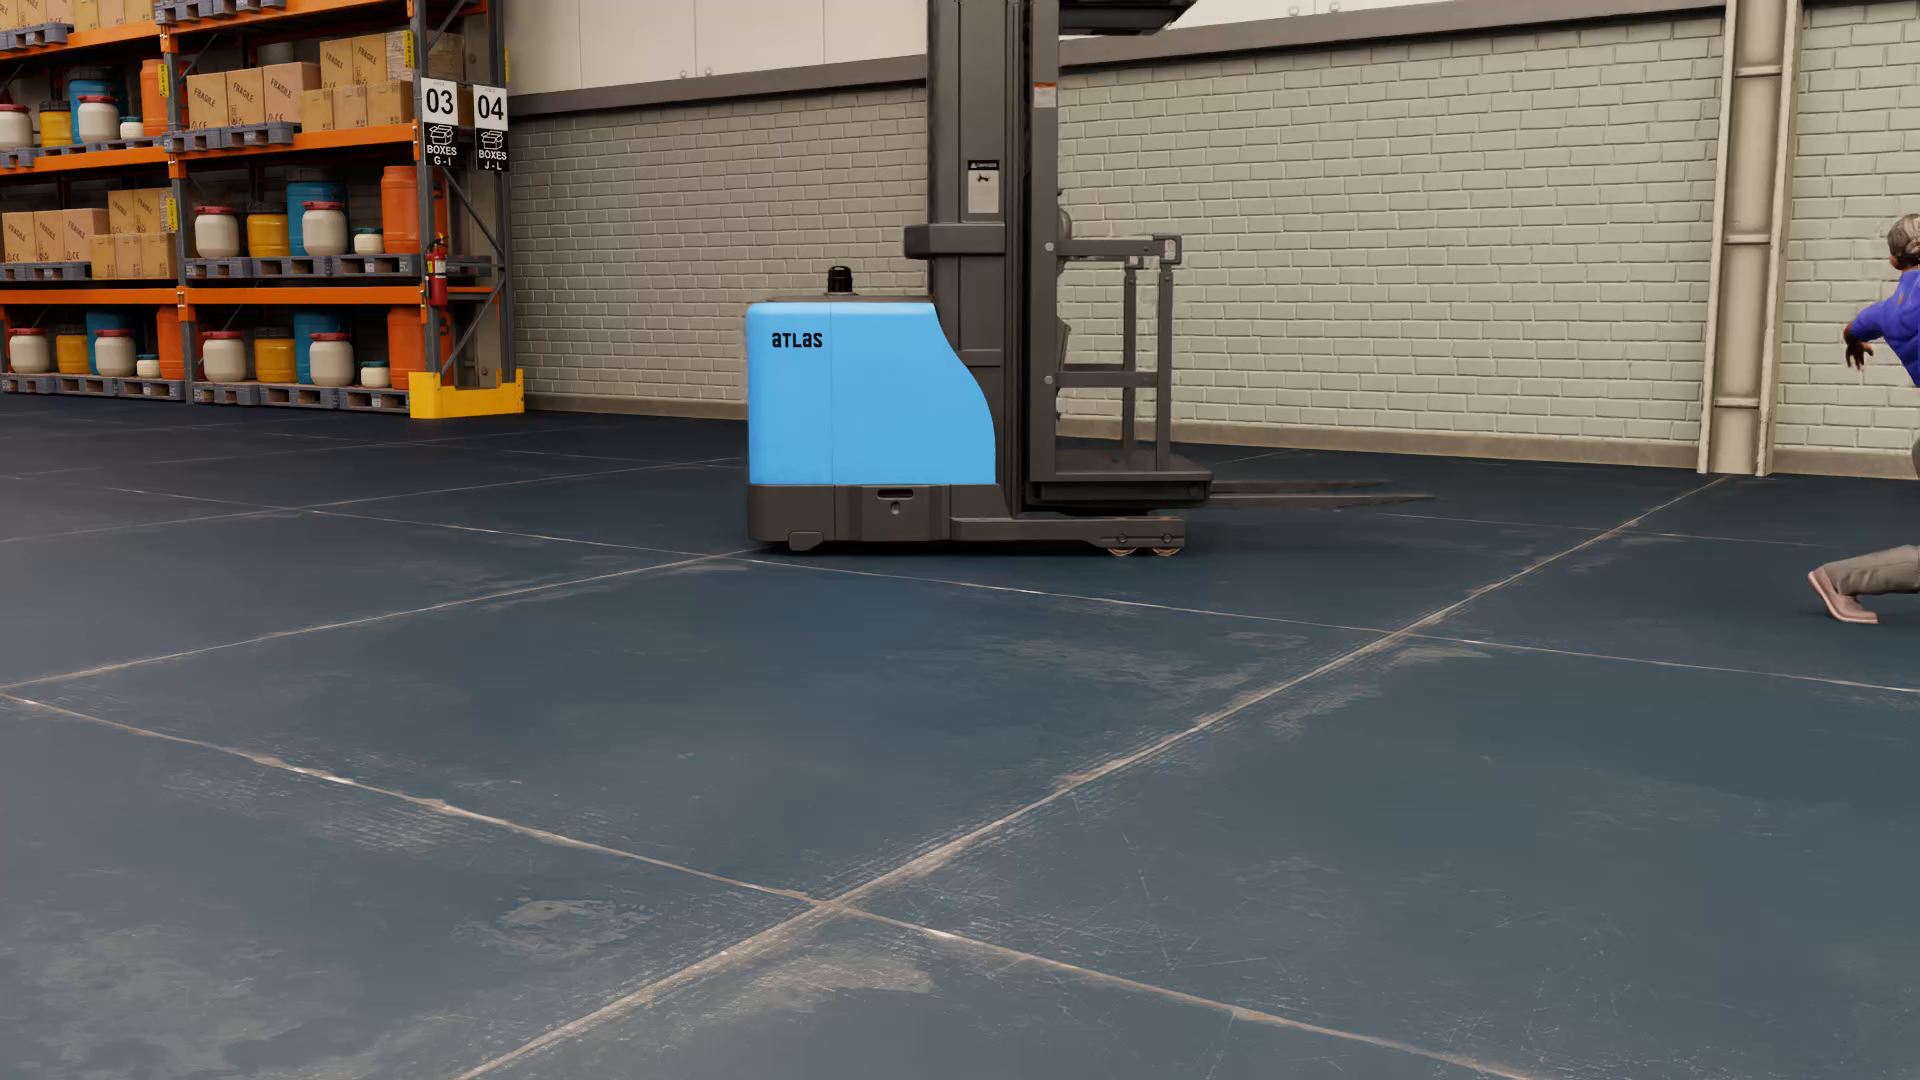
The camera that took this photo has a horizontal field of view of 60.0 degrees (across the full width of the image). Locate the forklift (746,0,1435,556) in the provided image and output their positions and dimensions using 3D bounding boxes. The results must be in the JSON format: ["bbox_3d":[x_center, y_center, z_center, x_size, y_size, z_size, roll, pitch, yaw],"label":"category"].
[{"bbox_3d":[0.578,-1.457,7.439,3.031,2.935,1.130,0,8,-3],"label":"forklift"}]

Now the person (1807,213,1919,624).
[{"bbox_3d":[3.431,-0.406,5.677,0.886,1.387,0.957,4,9,28],"label":"person"}]
